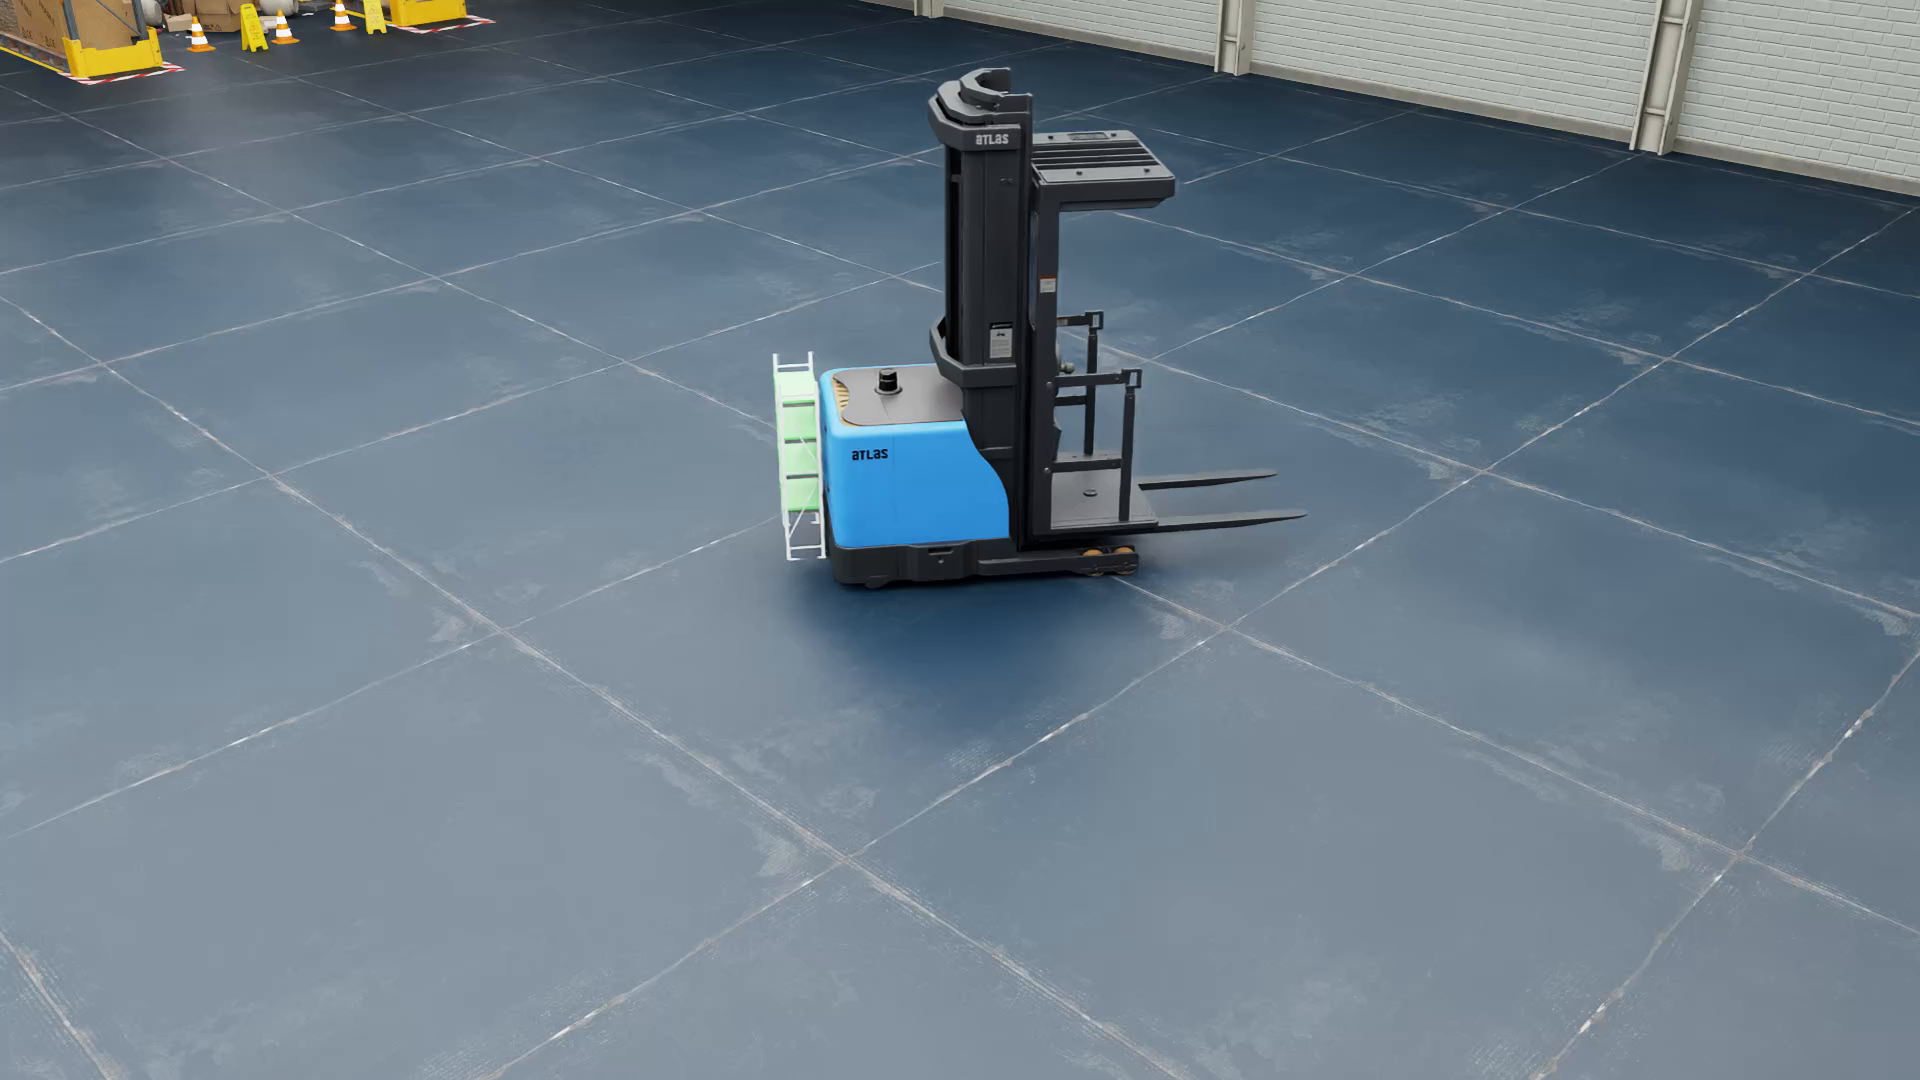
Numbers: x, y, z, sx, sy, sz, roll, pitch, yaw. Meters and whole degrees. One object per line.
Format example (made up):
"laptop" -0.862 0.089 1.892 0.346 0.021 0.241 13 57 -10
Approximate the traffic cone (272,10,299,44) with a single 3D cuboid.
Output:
"traffic cone" -10.131 -7.689 24.869 0.334 0.463 0.336 25 36 38

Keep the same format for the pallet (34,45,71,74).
"pallet" -12.408 -6.904 23.647 1.213 0.211 1.003 25 36 38

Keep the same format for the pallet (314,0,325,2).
"pallet" -10.733 -9.443 28.475 1.213 0.211 1.003 25 36 38

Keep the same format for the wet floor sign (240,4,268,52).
"wet floor sign" -10.374 -7.509 24.331 0.232 0.644 0.267 18 33 30

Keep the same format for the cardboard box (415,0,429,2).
"cardboard box" -8.766 -8.903 26.955 0.500 0.250 0.500 24 36 38

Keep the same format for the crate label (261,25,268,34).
"crate label" -10.735 -7.781 25.394 0.298 0.136 0.250 7 29 13

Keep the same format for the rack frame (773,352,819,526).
"rack frame" -1.046 -0.636 10.663 0.240 1.200 0.015 -4 28 -8

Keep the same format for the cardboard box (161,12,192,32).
"cardboard box" -12.118 -8.049 25.765 0.396 0.266 0.258 -18 33 -31

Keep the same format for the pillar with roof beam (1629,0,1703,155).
"pillar with roof beam" 5.045 -7.107 14.591 0.400 9.000 9.100 25 36 38

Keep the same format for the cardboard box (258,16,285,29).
"cardboard box" -10.735 -8.074 25.939 0.380 0.149 0.250 -7 29 -14

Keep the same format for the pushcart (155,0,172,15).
"pushcart" -12.800 -8.951 27.360 0.936 0.377 1.648 12 30 22

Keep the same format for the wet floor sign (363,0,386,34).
"wet floor sign" -8.999 -8.120 25.493 0.267 0.644 0.232 -13 30 -22

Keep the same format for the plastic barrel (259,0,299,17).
"plastic barrel" -10.919 -8.610 26.664 0.512 0.421 0.421 -3 28 -5

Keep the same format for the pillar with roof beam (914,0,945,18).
"pillar with roof beam" -3.512 -11.023 22.037 0.400 9.000 9.100 25 36 38

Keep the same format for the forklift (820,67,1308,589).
"forklift" 0.667 -1.308 10.081 3.031 2.935 1.130 -4 28 -8

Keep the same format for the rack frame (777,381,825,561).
"rack frame" -0.972 -0.411 10.236 0.240 1.200 0.015 -4 28 -8

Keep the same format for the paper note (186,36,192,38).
"paper note" -11.681 -7.650 25.261 0.144 0.017 0.142 -13 30 -22

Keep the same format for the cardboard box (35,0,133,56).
"cardboard box" -12.313 -7.348 23.327 0.875 0.875 0.875 25 37 39

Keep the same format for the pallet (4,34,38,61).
"pallet" -13.274 -7.302 24.404 1.213 0.211 1.003 25 36 38

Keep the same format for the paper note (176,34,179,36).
"paper note" -11.960 -7.719 25.412 0.032 0.001 0.123 -7 29 -14

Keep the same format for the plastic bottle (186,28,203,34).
"plastic bottle" -11.786 -7.819 25.548 0.283 0.061 0.133 12 30 22

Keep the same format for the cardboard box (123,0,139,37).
"cardboard box" -12.809 -7.937 25.299 0.500 0.500 0.500 -18 33 -31

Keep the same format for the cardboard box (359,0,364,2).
"cardboard box" -9.513 -8.894 26.938 0.500 0.250 0.500 25 37 39

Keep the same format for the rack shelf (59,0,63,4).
"rack shelf" -13.209 -8.238 23.960 4.000 0.370 1.077 25 36 38

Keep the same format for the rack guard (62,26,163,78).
"rack guard" -11.766 -6.789 23.118 0.348 0.500 1.175 25 36 38

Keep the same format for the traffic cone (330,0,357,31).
"traffic cone" -9.596 -8.169 25.781 0.334 0.463 0.336 25 36 38

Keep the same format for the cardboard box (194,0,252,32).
"cardboard box" -11.412 -8.207 25.811 0.637 0.503 0.797 2 28 4

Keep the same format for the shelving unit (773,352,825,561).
"shelving unit" -1.009 -0.523 10.449 0.258 1.200 0.503 -4 28 -8

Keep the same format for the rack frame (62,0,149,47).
"rack frame" -11.783 -7.903 22.551 0.127 3.000 1.000 25 36 38

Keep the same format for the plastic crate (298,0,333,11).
"plastic crate" -10.692 -8.808 27.408 0.583 0.080 0.402 12 30 22

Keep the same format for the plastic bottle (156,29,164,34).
"plastic bottle" -12.354 -7.793 25.498 0.133 0.061 0.283 12 30 22

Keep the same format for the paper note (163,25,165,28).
"paper note" -12.384 -8.055 26.038 0.172 0.023 0.155 -13 30 -22

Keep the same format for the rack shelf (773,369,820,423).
"rack shelf" -1.009 -0.892 10.255 0.258 0.148 0.480 -4 28 -8

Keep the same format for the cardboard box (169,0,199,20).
"cardboard box" -12.085 -8.570 26.355 0.503 0.637 0.797 25 36 38

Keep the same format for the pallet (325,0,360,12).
"pallet" -9.859 -9.045 27.717 1.213 0.211 1.003 25 36 38

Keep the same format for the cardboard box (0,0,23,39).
"cardboard box" -13.590 -7.933 24.439 0.875 0.875 0.875 25 37 39

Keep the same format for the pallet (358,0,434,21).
"pallet" -8.993 -8.647 26.961 1.213 0.211 1.003 25 36 38

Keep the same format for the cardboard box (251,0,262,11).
"cardboard box" -11.427 -8.978 27.278 0.500 0.500 0.500 -3 28 -5

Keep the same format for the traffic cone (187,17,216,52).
"traffic cone" -11.166 -7.425 24.367 0.334 0.463 0.336 25 36 38

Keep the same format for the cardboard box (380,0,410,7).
"cardboard box" -9.167 -8.730 26.627 0.500 0.250 0.500 24 36 38

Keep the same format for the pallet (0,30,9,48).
"pallet" -14.148 -7.700 25.161 1.213 0.211 1.003 25 36 38

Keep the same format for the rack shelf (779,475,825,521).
"rack shelf" -1.009 -0.254 10.591 0.258 0.148 0.480 -4 28 -8

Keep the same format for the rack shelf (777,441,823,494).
"rack shelf" -1.009 -0.467 10.479 0.258 0.148 0.480 -4 28 -8

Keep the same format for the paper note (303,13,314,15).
"paper note" -10.543 -8.512 26.898 0.148 0.019 0.142 12 30 22

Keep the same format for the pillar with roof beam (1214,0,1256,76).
"pillar with roof beam" 0.767 -9.065 18.314 0.400 9.000 9.100 25 36 38

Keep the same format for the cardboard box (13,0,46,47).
"cardboard box" -12.942 -7.635 23.872 0.875 0.875 0.875 24 36 38

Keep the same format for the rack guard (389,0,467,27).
"rack guard" -8.439 -8.498 26.367 0.348 0.500 1.175 25 36 38

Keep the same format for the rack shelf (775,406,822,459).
"rack shelf" -1.009 -0.679 10.367 0.258 0.148 0.480 -4 28 -8

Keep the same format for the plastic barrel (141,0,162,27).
"plastic barrel" -12.751 -8.207 25.897 0.512 0.421 0.421 -3 28 -5
